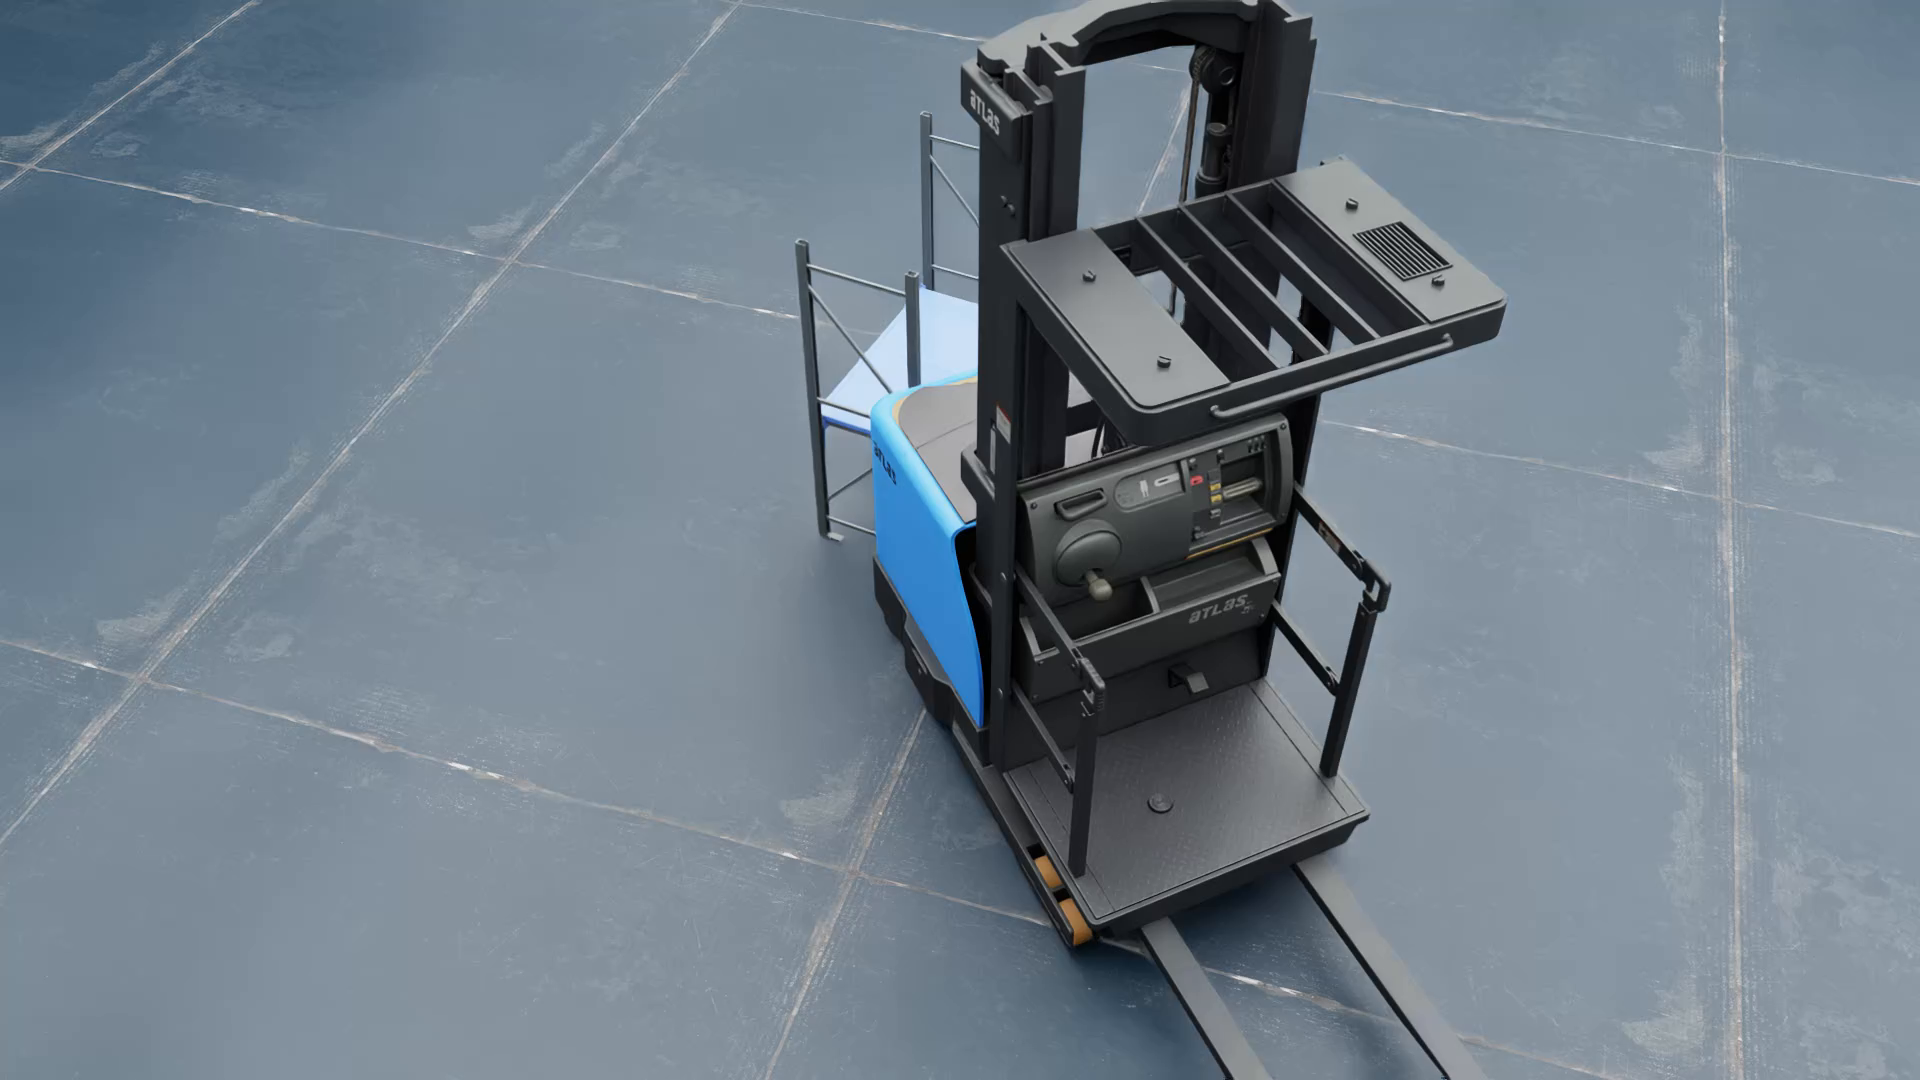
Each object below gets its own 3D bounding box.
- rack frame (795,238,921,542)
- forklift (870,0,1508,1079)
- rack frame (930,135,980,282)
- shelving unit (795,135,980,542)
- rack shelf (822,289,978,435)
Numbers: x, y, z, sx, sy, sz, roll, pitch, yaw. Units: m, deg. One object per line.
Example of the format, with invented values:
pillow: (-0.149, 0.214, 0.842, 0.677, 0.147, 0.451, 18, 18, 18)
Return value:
rack frame: (-0.378, -0.493, 6.580, 0.500, 1.500, 0.032, 19, 47, 18)
forklift: (0.723, -0.006, 5.059, 1.130, 2.935, 3.031, -18, 47, -17)
rack frame: (0.068, -1.132, 7.233, 0.475, 1.308, 0.013, 19, 47, 18)
shelving unit: (-0.158, -0.810, 6.904, 0.500, 1.500, 1.039, 19, 47, 18)
rack shelf: (-0.156, -0.732, 6.986, 0.459, 0.026, 0.952, 19, 47, 18)
